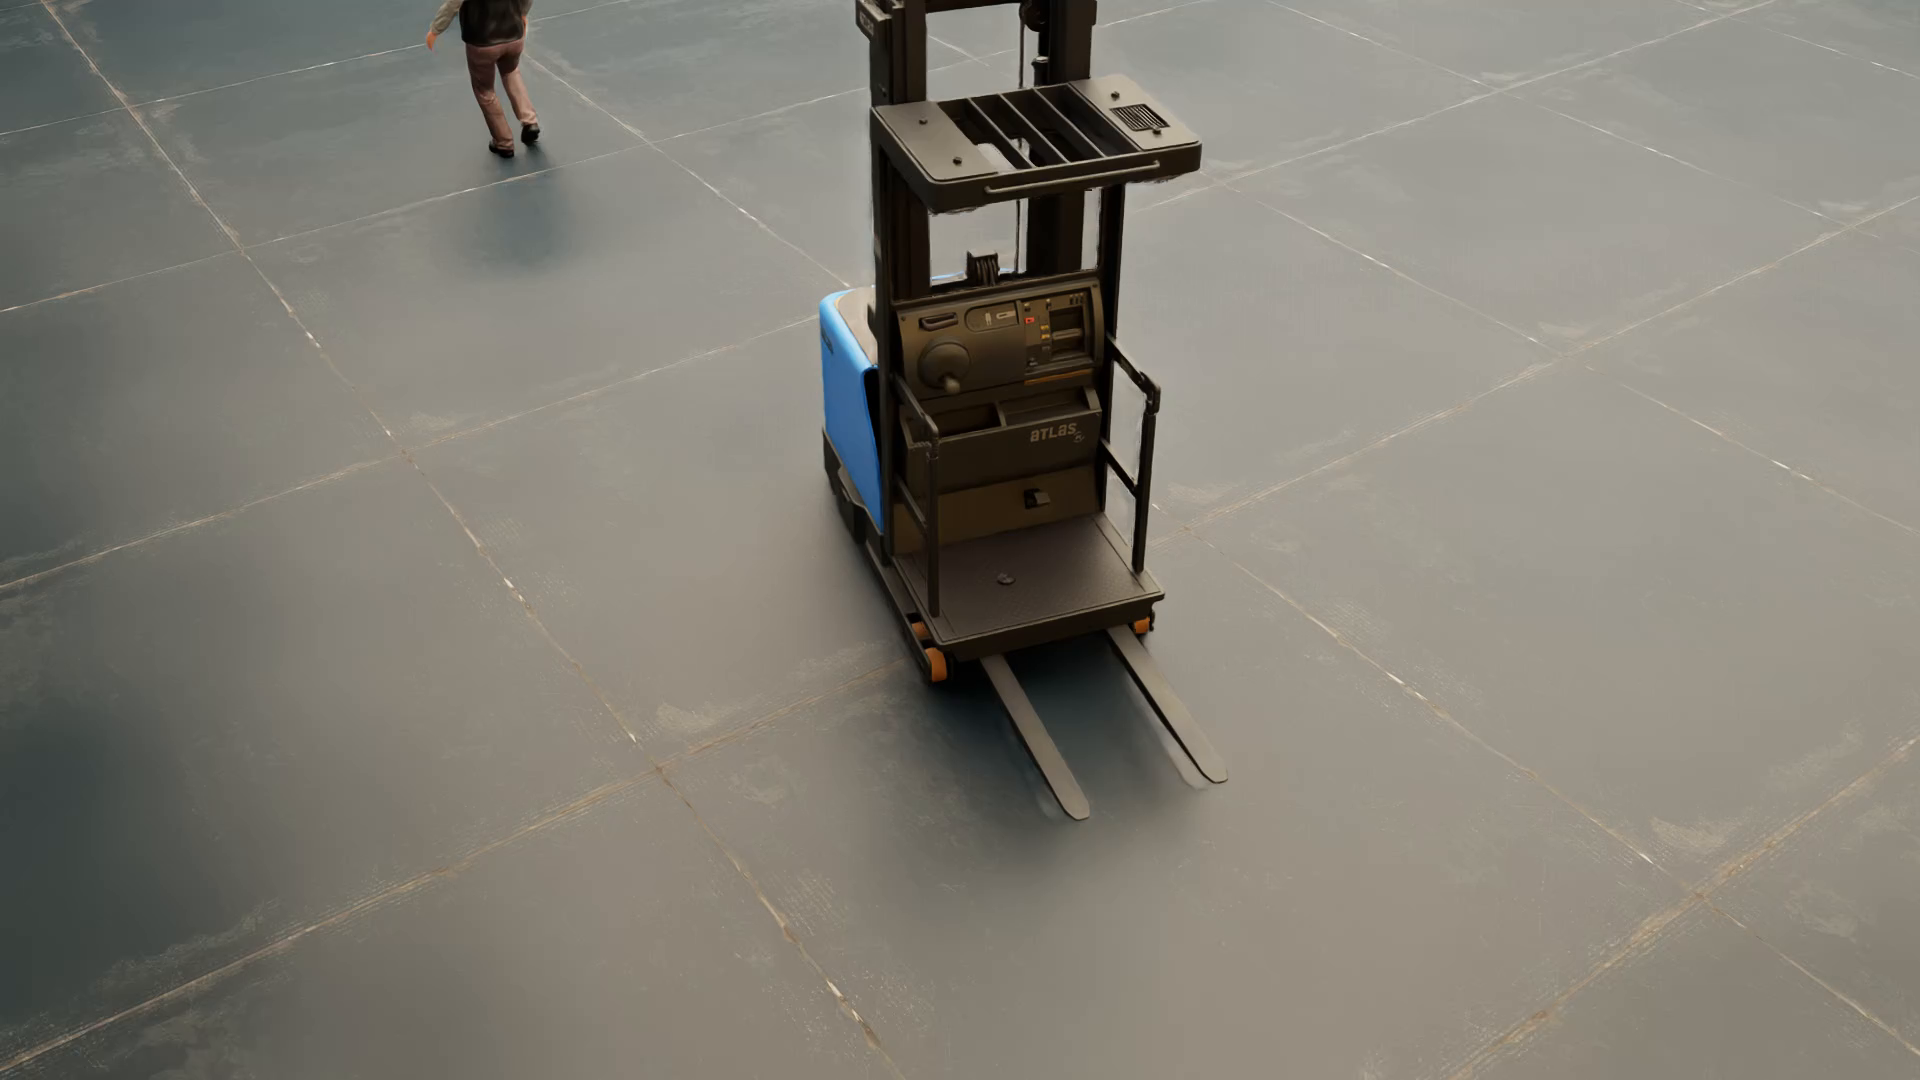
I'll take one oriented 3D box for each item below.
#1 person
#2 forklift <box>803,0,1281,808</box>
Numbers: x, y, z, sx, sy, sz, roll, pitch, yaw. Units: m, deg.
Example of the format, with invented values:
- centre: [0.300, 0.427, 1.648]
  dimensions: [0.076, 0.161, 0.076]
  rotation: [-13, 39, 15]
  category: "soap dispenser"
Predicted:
- centre: [-3.372, -3.588, 11.879]
  dimensions: [0.912, 1.748, 0.499]
  rotation: [-23, 42, -28]
  category: "person"
- centre: [0.334, -0.828, 7.065]
  dimensions: [1.130, 2.935, 3.031]
  rotation: [-17, 40, -22]
  category: "forklift"
